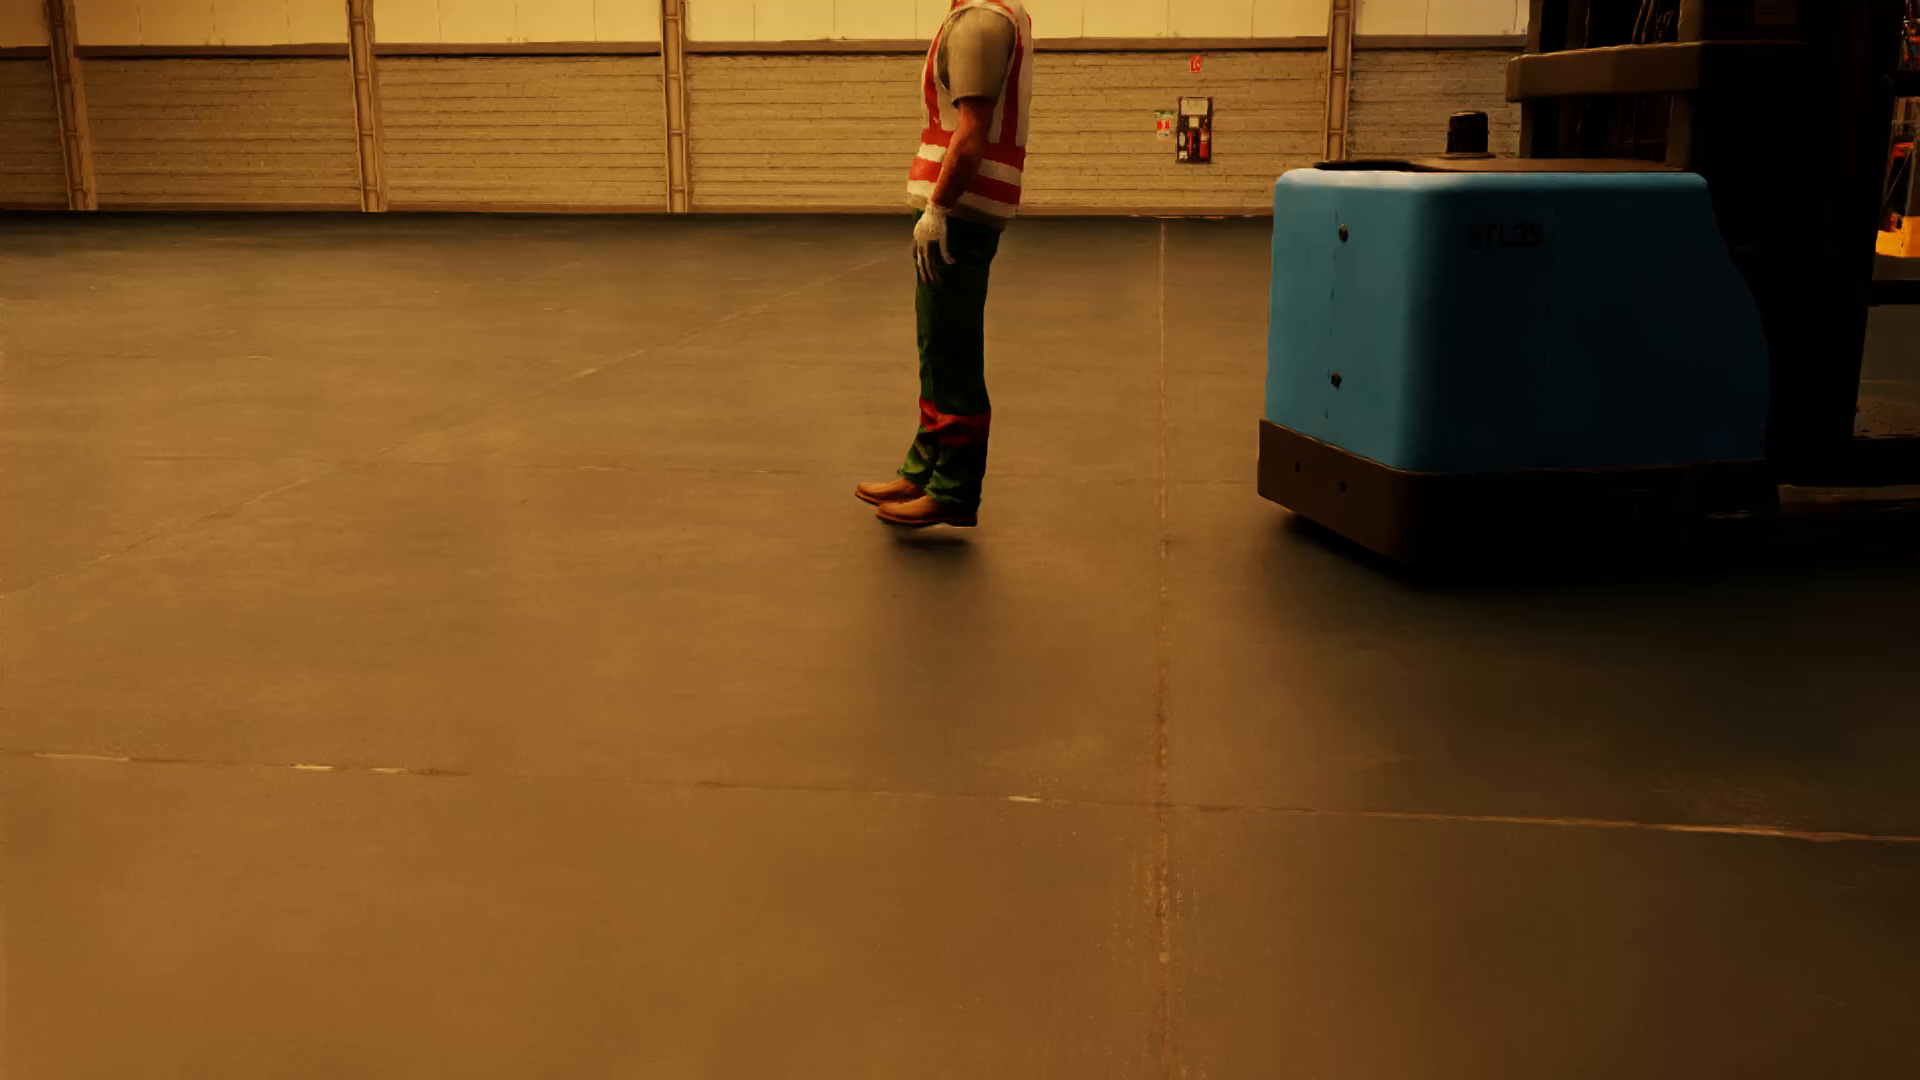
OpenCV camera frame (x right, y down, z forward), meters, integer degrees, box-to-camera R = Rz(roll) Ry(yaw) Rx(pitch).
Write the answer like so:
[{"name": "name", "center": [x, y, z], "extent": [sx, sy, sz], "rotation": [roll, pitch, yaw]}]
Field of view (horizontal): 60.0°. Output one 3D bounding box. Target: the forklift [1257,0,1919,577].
[{"name": "forklift", "center": [2.513, -1.484, 4.855], "extent": [3.031, 2.935, 1.130], "rotation": [-3, 14, -13]}]

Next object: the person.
[{"name": "person", "center": [-0.078, -0.921, 4.752], "extent": [0.563, 1.787, 0.637], "rotation": [2, 13, 7]}]
